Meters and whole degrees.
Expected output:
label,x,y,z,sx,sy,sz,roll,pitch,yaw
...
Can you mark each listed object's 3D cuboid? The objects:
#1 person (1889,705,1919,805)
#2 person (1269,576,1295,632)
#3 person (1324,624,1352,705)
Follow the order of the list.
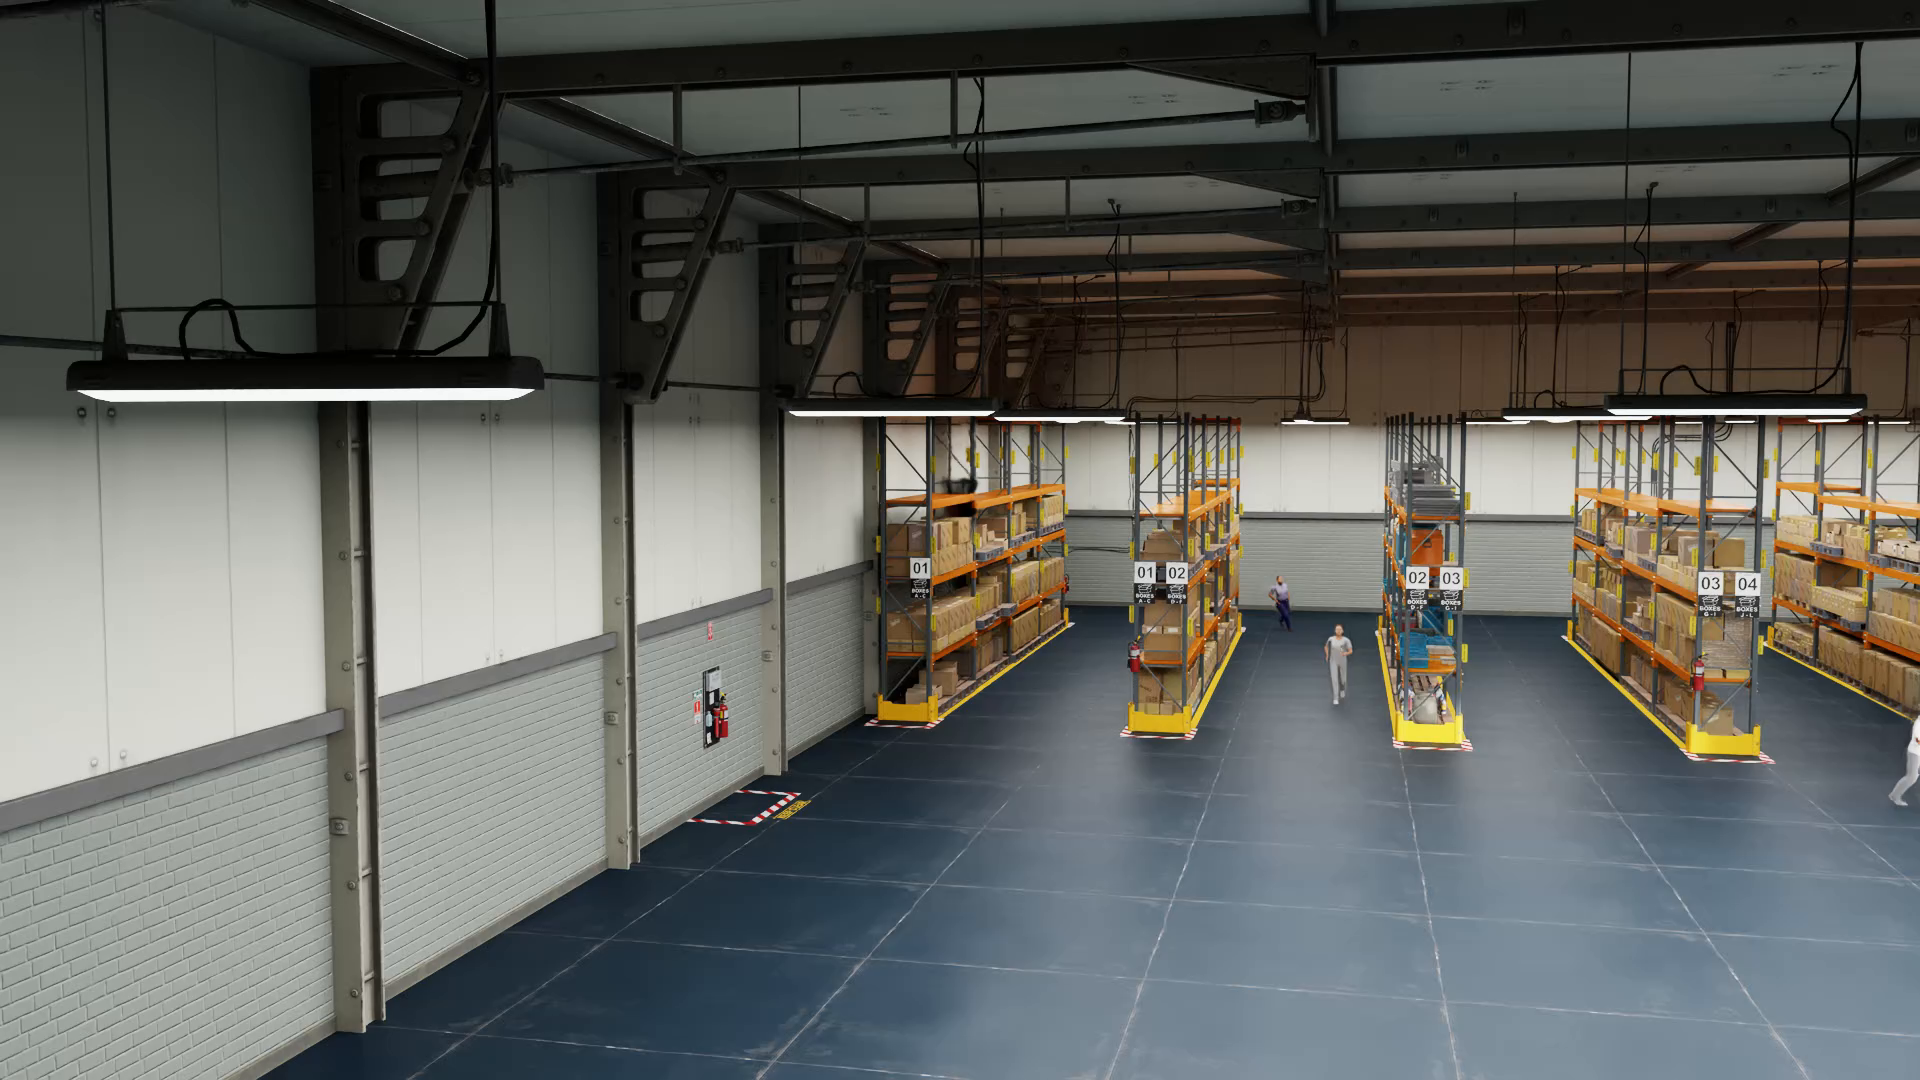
label,x,y,z,sx,sy,sz,roll,pitch,yaw
person,14.299,3.212,24.773,0.599,1.720,0.830,-3,5,-36
person,9.008,1.790,46.818,0.665,1.579,0.777,-2,4,-23
person,7.844,2.562,34.504,0.577,1.642,0.875,1,4,16
